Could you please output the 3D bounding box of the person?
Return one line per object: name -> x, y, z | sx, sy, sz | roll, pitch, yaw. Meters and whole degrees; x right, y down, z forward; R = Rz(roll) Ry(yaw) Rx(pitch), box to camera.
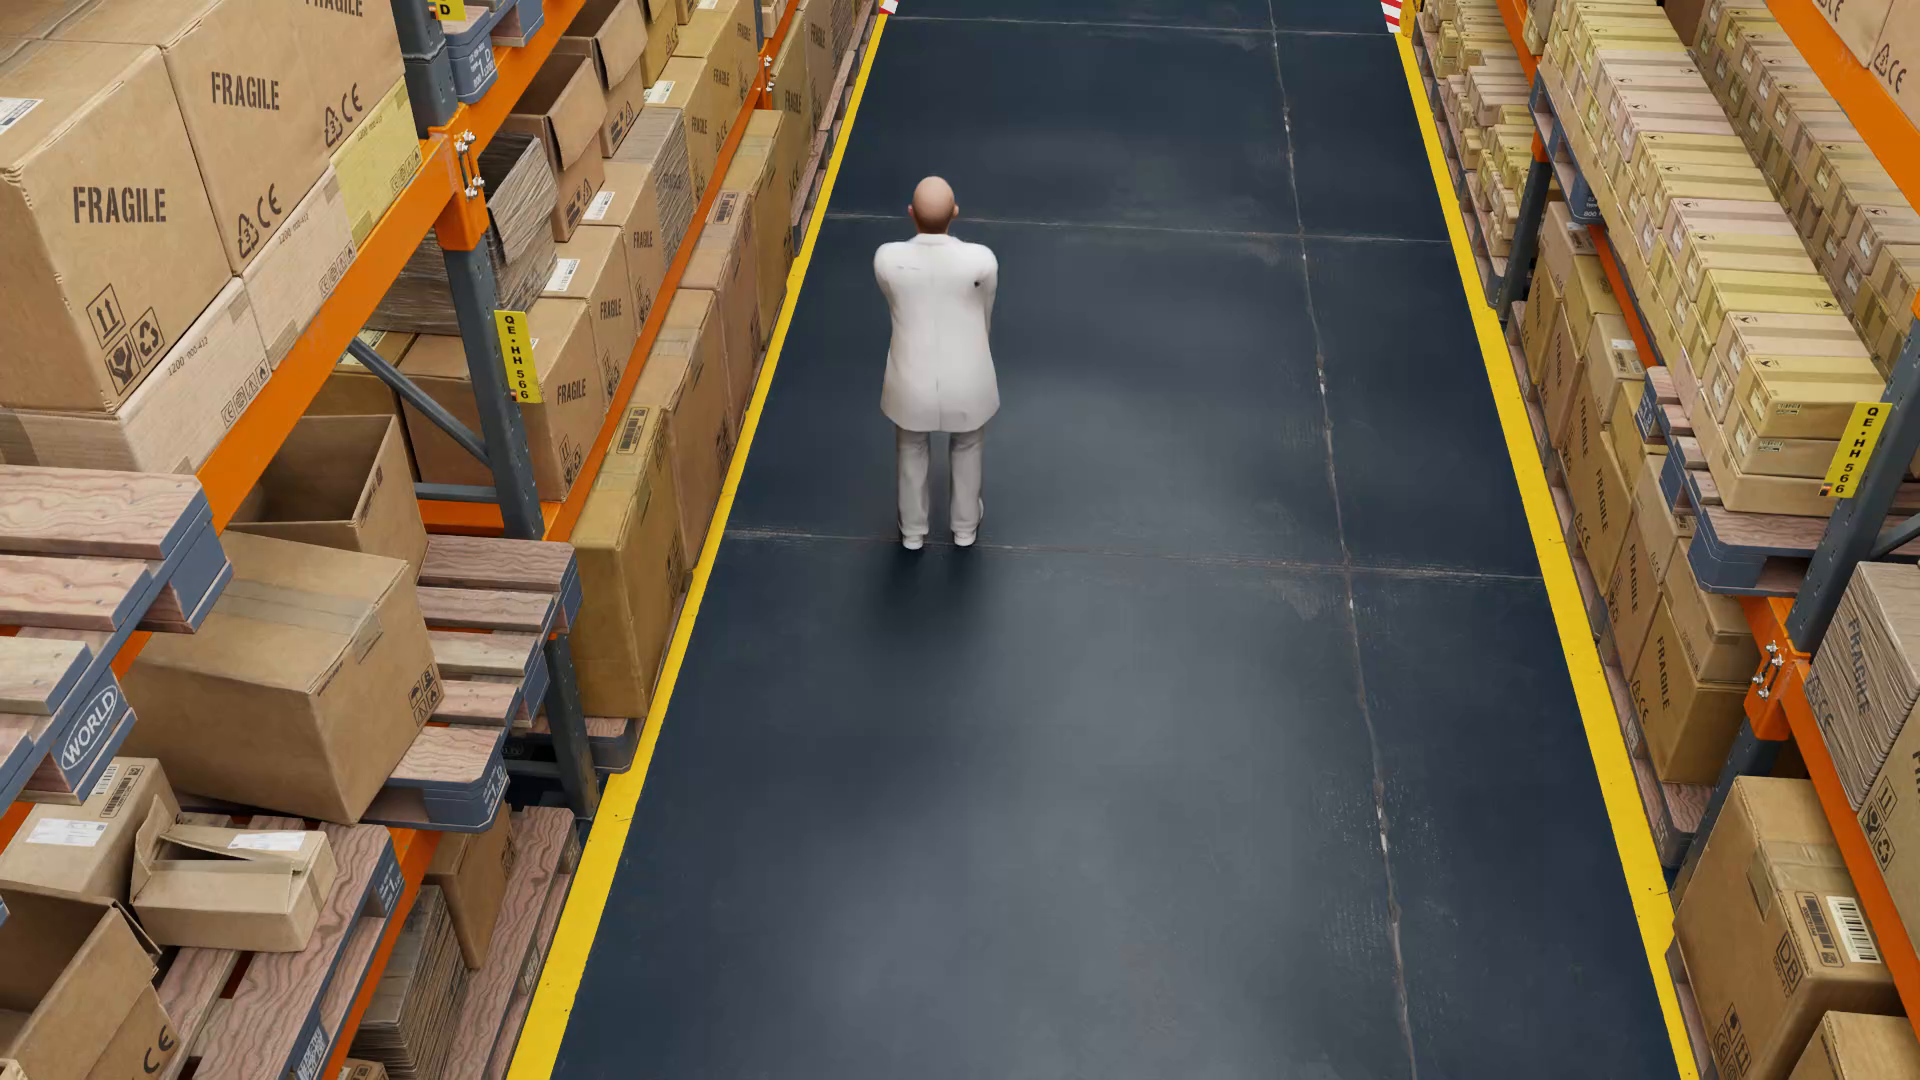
person -> -0.085, -0.781, 7.117 | 0.524, 1.780, 0.555 | 2, 40, 3
